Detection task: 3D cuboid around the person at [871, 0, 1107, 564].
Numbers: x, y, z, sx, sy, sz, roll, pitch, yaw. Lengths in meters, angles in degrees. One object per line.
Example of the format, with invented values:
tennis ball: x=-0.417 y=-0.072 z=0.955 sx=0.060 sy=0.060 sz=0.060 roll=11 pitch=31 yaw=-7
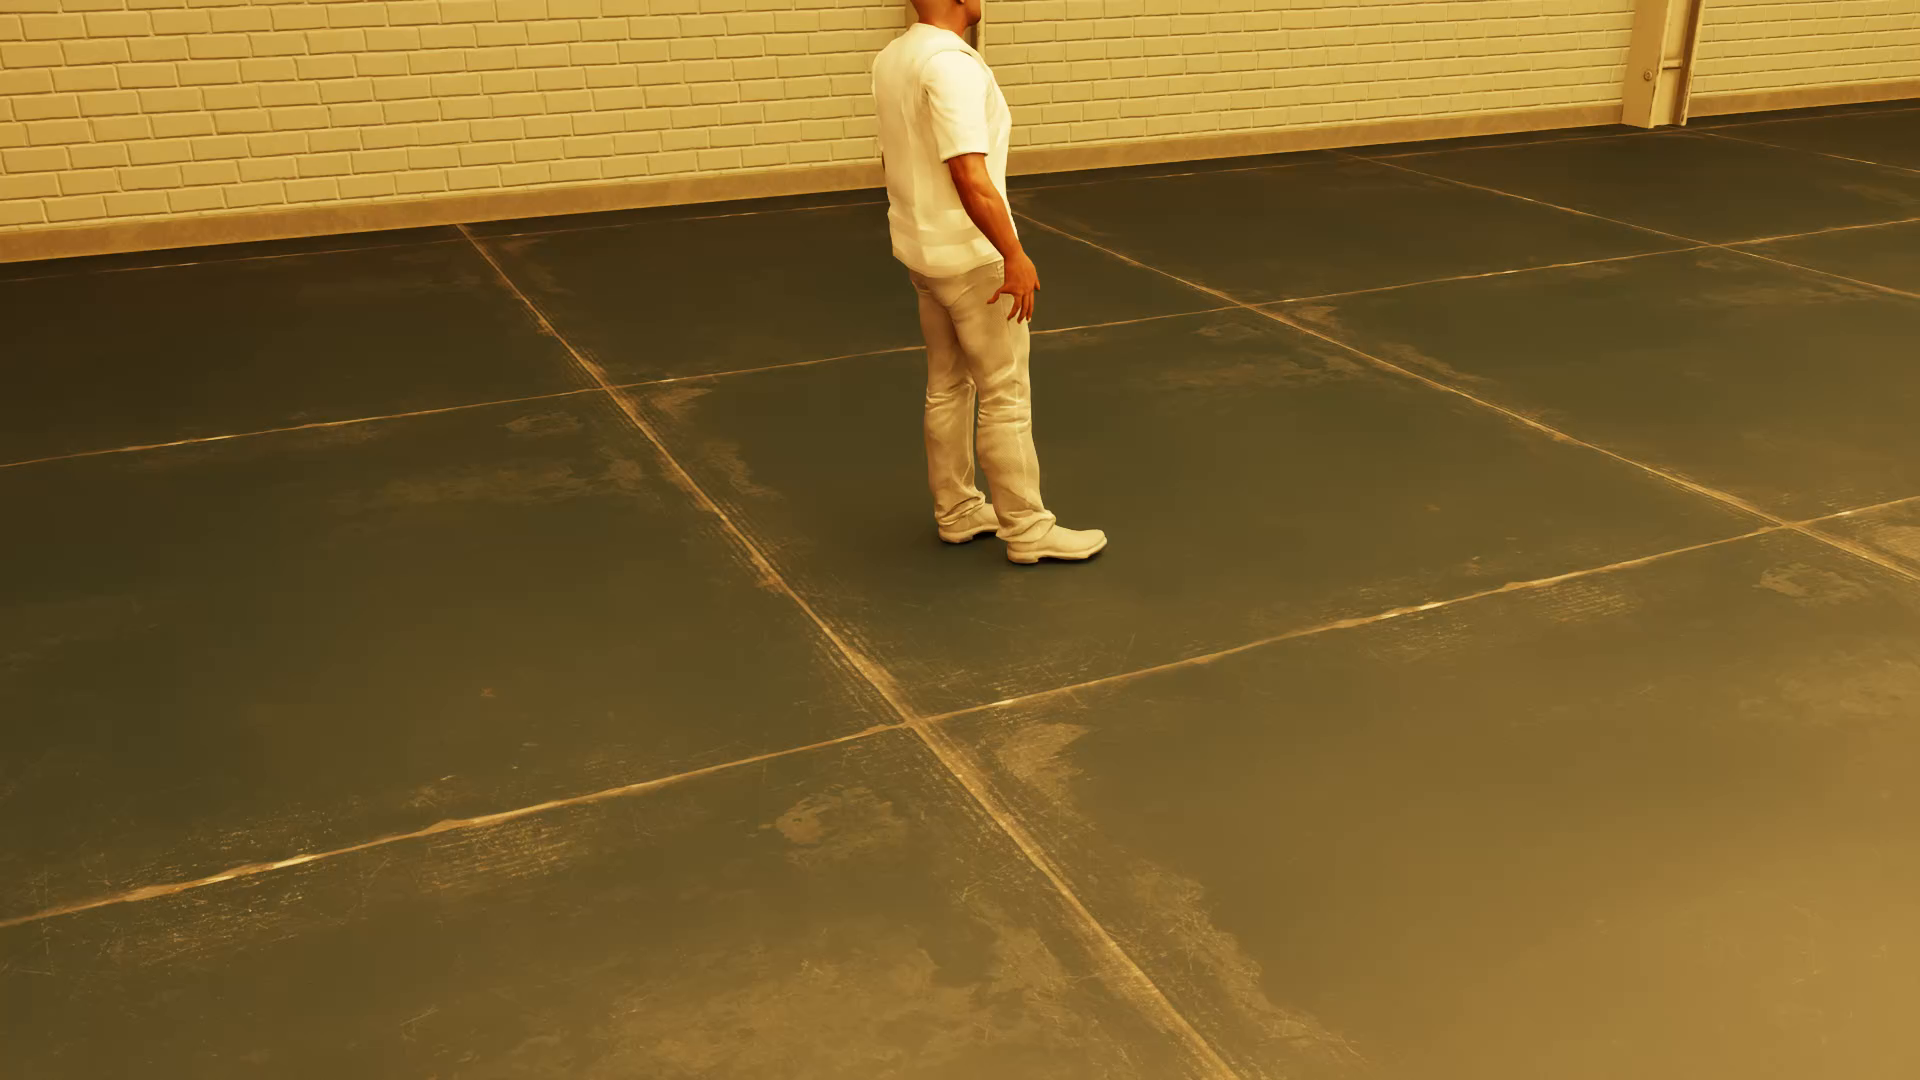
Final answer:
person: x=0.065 y=-0.831 z=4.787 sx=0.577 sy=1.765 sz=0.665 roll=-10 pitch=25 yaw=-23
